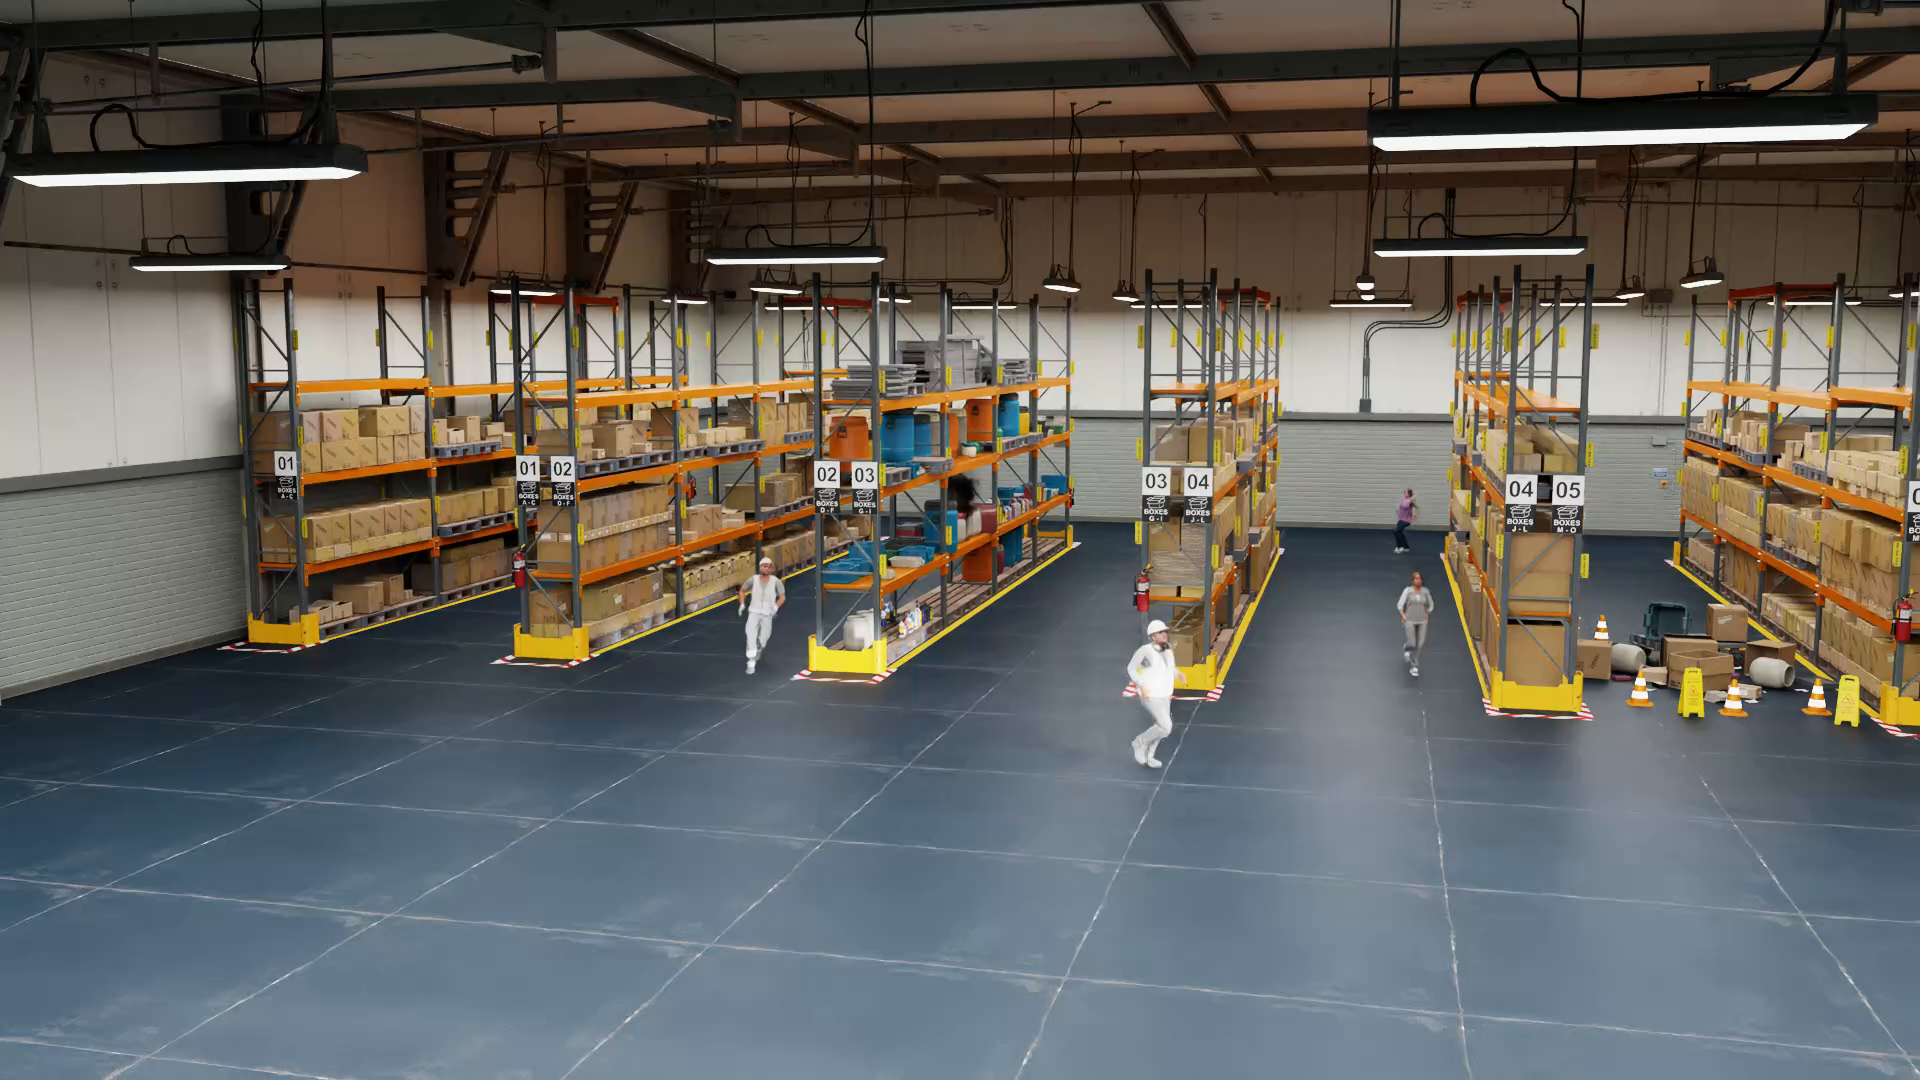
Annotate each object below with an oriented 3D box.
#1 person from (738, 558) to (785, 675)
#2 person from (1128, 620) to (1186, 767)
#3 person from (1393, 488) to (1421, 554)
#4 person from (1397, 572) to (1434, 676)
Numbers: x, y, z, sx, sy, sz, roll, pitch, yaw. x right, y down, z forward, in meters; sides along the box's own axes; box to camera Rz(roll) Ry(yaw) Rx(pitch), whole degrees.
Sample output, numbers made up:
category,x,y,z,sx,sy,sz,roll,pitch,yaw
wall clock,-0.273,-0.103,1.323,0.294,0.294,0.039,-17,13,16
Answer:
category,x,y,z,sx,sy,sz,roll,pitch,yaw
person,-3.008,1.132,25.229,0.710,1.744,0.685,-1,7,-4
person,2.358,1.807,19.498,0.645,1.740,0.584,-7,10,-44
person,10.451,-0.442,39.099,0.553,1.569,0.546,-1,7,-12
person,6.858,1.246,25.029,0.538,1.557,0.549,1,7,5
